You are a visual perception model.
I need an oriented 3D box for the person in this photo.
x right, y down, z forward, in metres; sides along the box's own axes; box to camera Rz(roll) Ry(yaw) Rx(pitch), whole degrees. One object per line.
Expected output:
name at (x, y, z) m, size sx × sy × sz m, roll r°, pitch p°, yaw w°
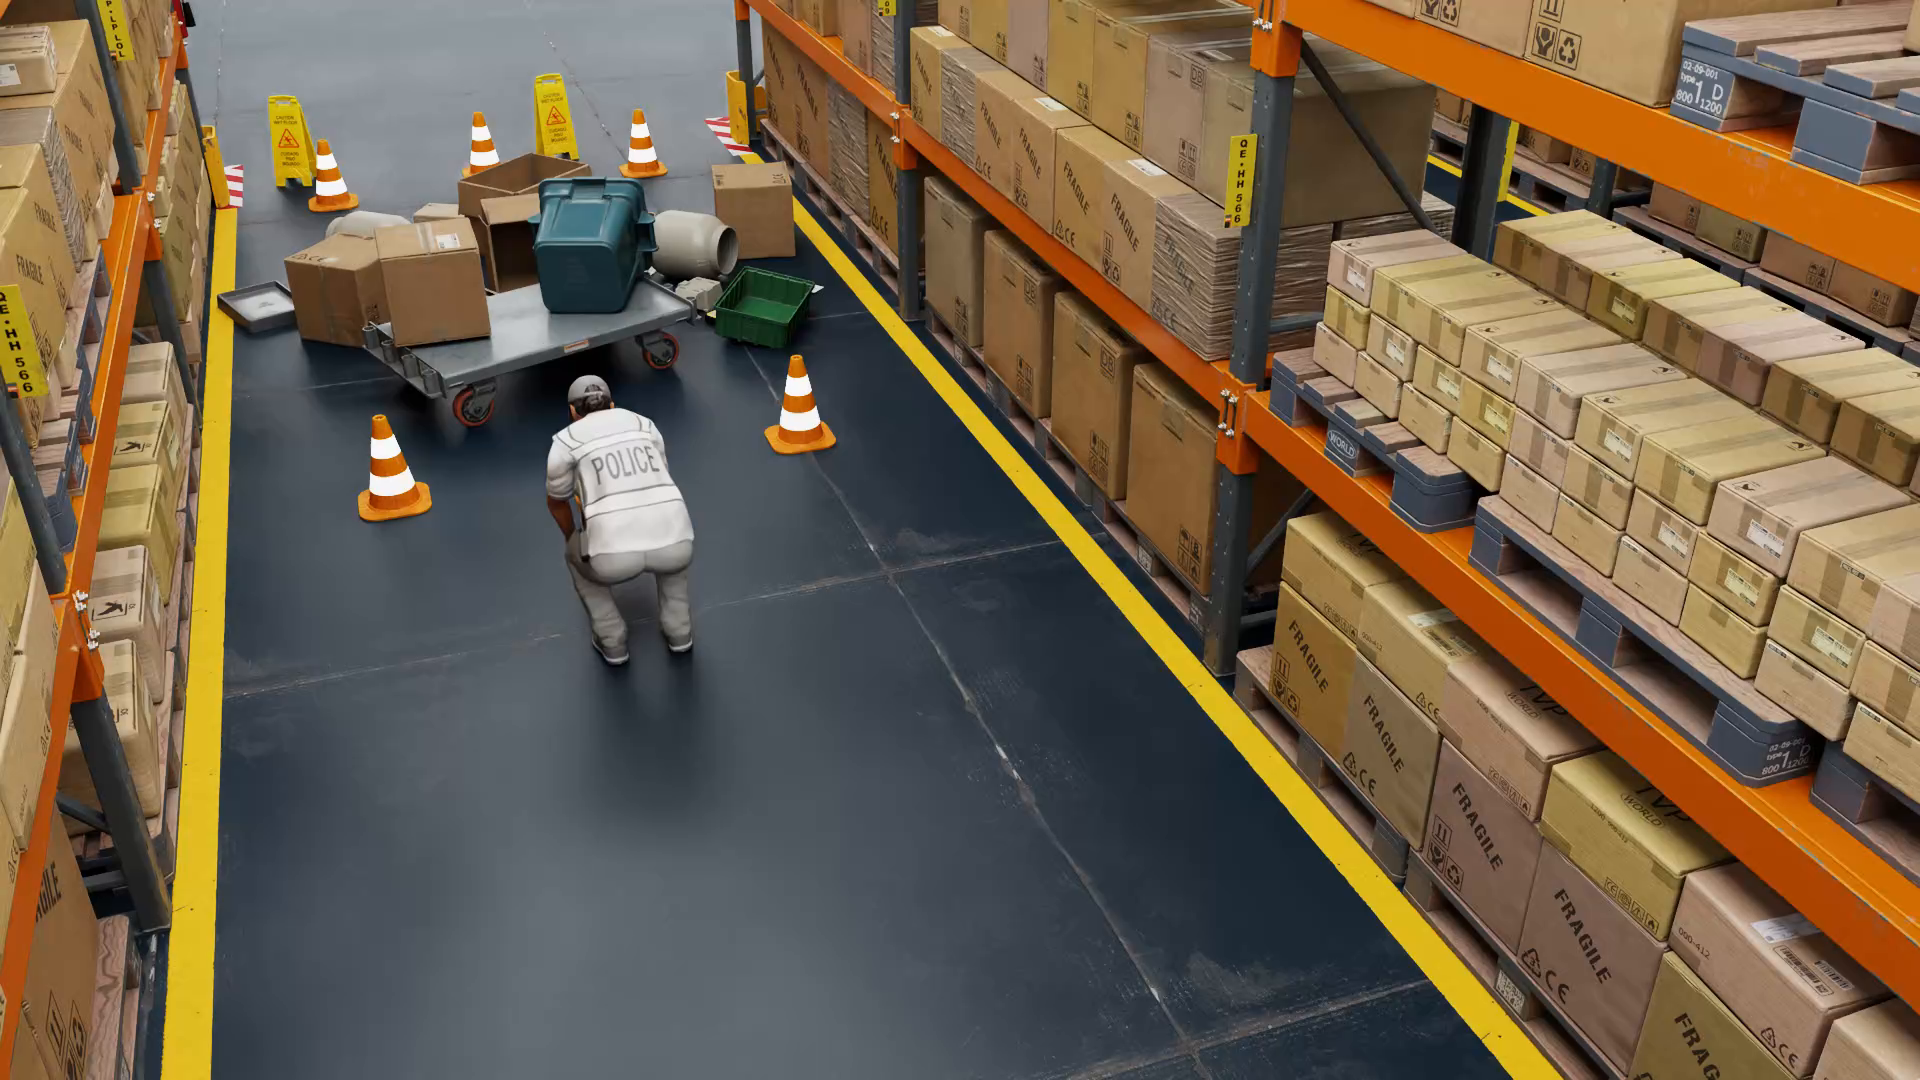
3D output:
person at (-1.391, -0.064, 6.824) m, size 0.535 × 1.084 × 0.831 m, roll -11°, pitch 32°, yaw -18°
